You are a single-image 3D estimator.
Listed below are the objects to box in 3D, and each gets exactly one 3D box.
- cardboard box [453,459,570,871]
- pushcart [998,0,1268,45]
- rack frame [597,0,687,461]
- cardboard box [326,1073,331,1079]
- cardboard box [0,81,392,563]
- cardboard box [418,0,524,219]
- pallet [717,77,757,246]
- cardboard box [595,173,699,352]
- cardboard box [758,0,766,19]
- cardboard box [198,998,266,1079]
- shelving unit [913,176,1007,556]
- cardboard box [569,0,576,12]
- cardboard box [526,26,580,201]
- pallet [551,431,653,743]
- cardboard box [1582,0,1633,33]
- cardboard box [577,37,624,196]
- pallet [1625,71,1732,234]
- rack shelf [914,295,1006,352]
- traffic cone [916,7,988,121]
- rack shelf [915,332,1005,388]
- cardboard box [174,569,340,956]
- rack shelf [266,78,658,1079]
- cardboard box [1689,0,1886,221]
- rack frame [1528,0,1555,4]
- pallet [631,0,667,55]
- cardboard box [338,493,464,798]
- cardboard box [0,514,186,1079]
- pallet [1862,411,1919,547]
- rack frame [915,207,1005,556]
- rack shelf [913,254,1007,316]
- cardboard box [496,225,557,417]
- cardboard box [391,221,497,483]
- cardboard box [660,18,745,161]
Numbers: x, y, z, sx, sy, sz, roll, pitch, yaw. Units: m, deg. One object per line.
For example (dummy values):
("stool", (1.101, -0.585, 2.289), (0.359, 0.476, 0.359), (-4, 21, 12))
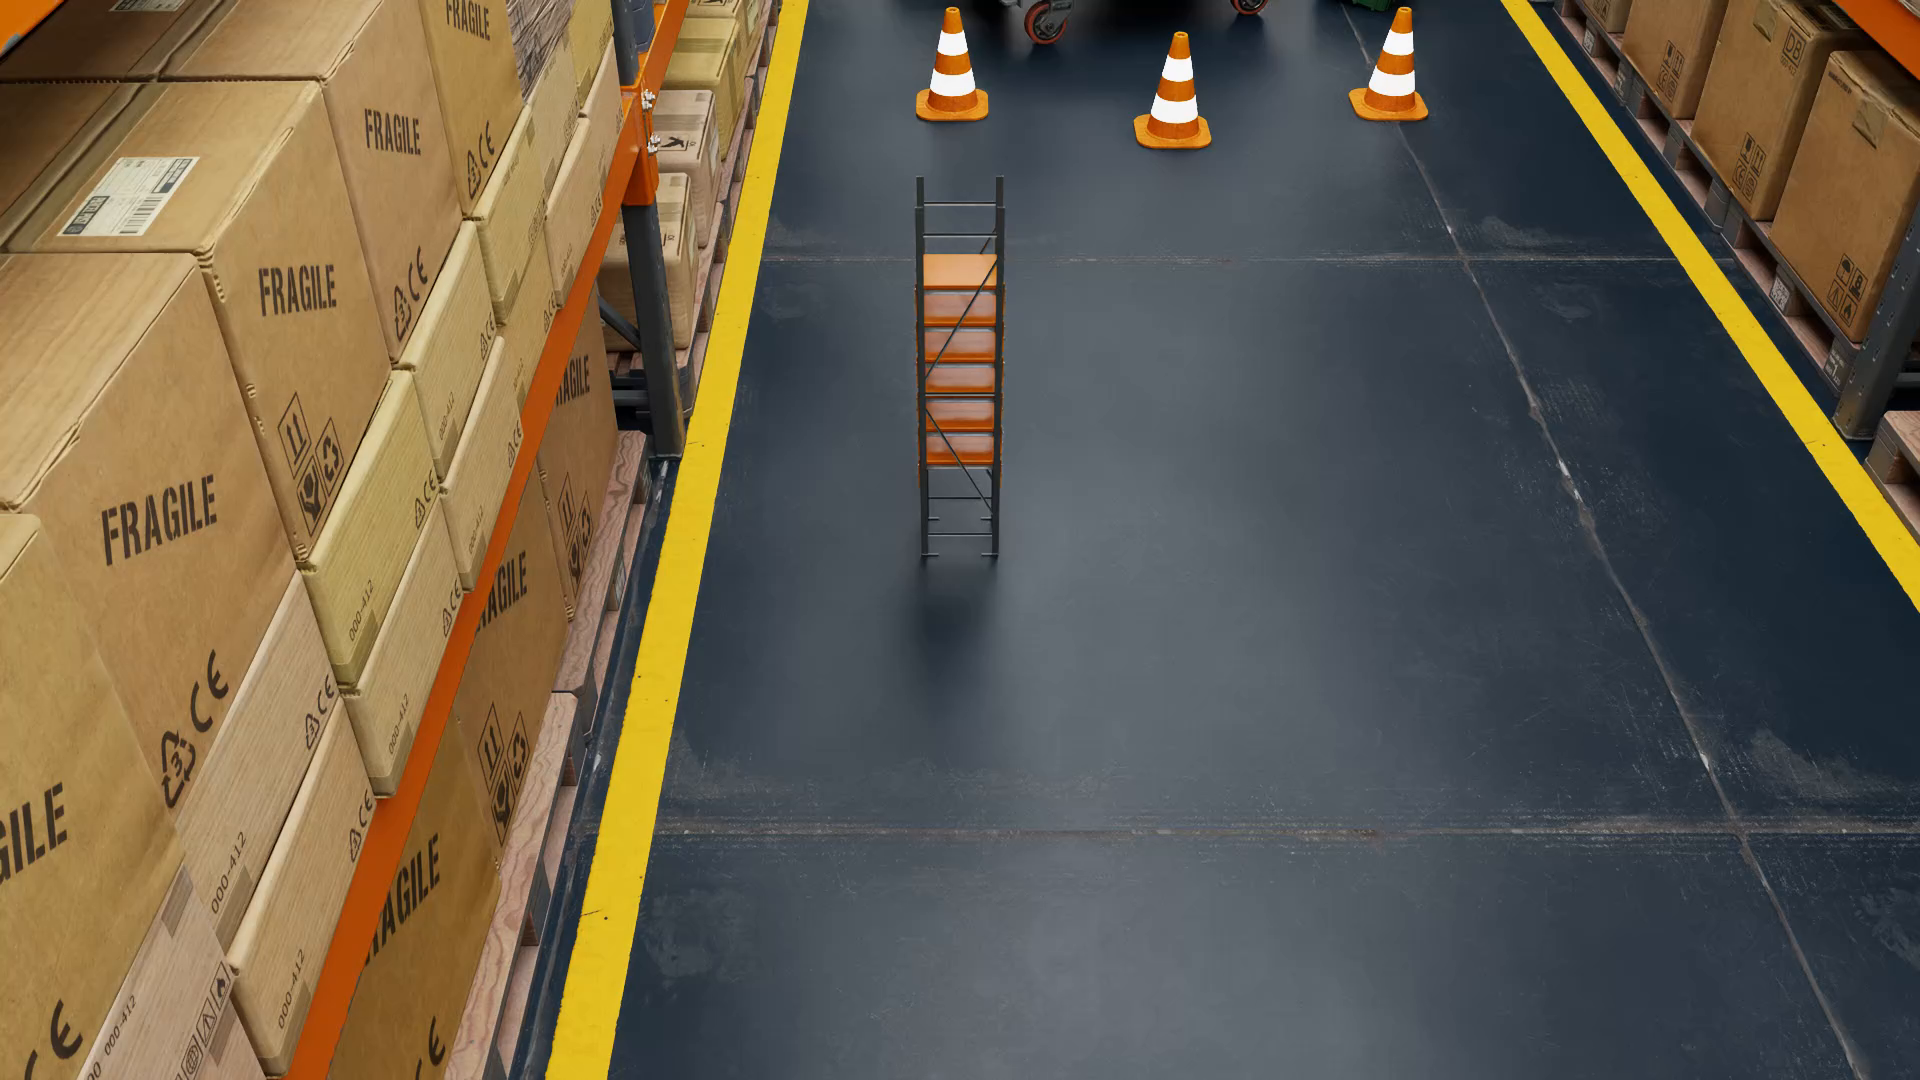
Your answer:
("cardboard box", (-1.519, 0.179, 3.992), (0.875, 0.875, 0.875), (0, 39, 1))
("pushcart", (0.842, -2.988, 8.676), (1.648, 0.377, 0.936), (-13, 40, -16))
("rack frame", (-1.433, -1.476, 4.694), (1.000, 3.000, 0.127), (0, 39, 0))
("cardboard box", (-1.509, 1.303, 2.589), (0.875, 0.875, 0.875), (1, 39, 1))
("cardboard box", (-1.168, -0.311, 2.360), (0.500, 0.500, 0.500), (-1, 39, -1))
("cardboard box", (-1.168, -0.951, 3.159), (0.500, 0.500, 0.500), (0, 39, 0))
("pallet", (-1.431, -1.638, 7.125), (1.003, 0.211, 1.213), (0, 39, 0))
("cardboard box", (-1.424, -0.968, 5.825), (0.950, 0.372, 0.625), (-2, 39, -3))
("cardboard box", (-1.435, -2.788, 8.096), (0.950, 0.372, 0.625), (0, 39, 1))
("cardboard box", (-1.165, 0.808, 1.963), (0.500, 0.250, 0.500), (-1, 39, -1))
("shelving unit", (0.000, -0.477, 4.886), (0.258, 1.200, 0.189), (0, 39, 0))
("cardboard box", (-1.171, -1.583, 3.947), (0.500, 0.500, 0.500), (-1, 39, -1))
("cardboard box", (-1.174, -0.990, 3.806), (0.500, 0.250, 0.500), (-1, 39, -1))
("pallet", (-1.508, 0.105, 4.950), (1.003, 0.211, 1.213), (0, 39, 0))
("cardboard box", (3.603, -2.942, 7.986), (1.050, 0.750, 0.750), (0, 39, 0))
("cardboard box", (-1.173, -1.102, 4.346), (0.500, 0.250, 0.500), (-1, 39, -2))
("pallet", (3.592, -1.709, 7.214), (1.003, 0.211, 1.213), (0, 39, 0))
("rack shelf", (0.000, -0.630, 4.764), (0.258, 0.103, 0.180), (0, 39, 0))
("traffic cone", (-0.037, -2.213, 7.642), (0.336, 0.463, 0.334), (0, 39, 0))
("rack shelf", (0.000, -0.536, 4.839), (0.258, 0.103, 0.180), (0, 39, 0))
("cardboard box", (-1.176, 0.287, 2.213), (0.500, 0.250, 0.500), (1, 39, 1))
("rack shelf", (-1.431, 0.055, 3.358), (1.077, 0.370, 4.000), (0, 39, 0))
("cardboard box", (3.601, -1.757, 6.507), (1.050, 0.750, 0.750), (1, 39, 1))
("rack frame", (3.512, -4.045, 7.898), (1.000, 3.000, 0.127), (0, 39, 0))
("pallet", (-1.541, -1.847, 5.310), (1.213, 0.211, 1.003), (0, 39, 0))
("cardboard box", (-1.152, 0.164, 2.767), (0.500, 0.250, 0.500), (0, 39, 0))
("cardboard box", (-1.142, 0.320, 1.572), (0.500, 0.500, 0.500), (0, 39, 0))
("pallet", (3.516, 0.034, 5.039), (1.003, 0.211, 1.213), (0, 39, 0))
("rack frame", (0.000, -0.420, 4.815), (0.240, 1.200, 0.006), (0, 39, 0))
("rack shelf", (0.000, -0.724, 4.689), (0.258, 0.103, 0.180), (0, 39, 0))
("cardboard box", (-1.172, -0.468, 3.555), (0.500, 0.250, 0.500), (0, 39, -1))
("cardboard box", (-1.153, -0.345, 3.002), (0.500, 0.250, 0.500), (-1, 39, -1))
("cardboard box", (-1.428, -1.904, 6.993), (0.950, 0.372, 0.625), (1, 39, 1))
